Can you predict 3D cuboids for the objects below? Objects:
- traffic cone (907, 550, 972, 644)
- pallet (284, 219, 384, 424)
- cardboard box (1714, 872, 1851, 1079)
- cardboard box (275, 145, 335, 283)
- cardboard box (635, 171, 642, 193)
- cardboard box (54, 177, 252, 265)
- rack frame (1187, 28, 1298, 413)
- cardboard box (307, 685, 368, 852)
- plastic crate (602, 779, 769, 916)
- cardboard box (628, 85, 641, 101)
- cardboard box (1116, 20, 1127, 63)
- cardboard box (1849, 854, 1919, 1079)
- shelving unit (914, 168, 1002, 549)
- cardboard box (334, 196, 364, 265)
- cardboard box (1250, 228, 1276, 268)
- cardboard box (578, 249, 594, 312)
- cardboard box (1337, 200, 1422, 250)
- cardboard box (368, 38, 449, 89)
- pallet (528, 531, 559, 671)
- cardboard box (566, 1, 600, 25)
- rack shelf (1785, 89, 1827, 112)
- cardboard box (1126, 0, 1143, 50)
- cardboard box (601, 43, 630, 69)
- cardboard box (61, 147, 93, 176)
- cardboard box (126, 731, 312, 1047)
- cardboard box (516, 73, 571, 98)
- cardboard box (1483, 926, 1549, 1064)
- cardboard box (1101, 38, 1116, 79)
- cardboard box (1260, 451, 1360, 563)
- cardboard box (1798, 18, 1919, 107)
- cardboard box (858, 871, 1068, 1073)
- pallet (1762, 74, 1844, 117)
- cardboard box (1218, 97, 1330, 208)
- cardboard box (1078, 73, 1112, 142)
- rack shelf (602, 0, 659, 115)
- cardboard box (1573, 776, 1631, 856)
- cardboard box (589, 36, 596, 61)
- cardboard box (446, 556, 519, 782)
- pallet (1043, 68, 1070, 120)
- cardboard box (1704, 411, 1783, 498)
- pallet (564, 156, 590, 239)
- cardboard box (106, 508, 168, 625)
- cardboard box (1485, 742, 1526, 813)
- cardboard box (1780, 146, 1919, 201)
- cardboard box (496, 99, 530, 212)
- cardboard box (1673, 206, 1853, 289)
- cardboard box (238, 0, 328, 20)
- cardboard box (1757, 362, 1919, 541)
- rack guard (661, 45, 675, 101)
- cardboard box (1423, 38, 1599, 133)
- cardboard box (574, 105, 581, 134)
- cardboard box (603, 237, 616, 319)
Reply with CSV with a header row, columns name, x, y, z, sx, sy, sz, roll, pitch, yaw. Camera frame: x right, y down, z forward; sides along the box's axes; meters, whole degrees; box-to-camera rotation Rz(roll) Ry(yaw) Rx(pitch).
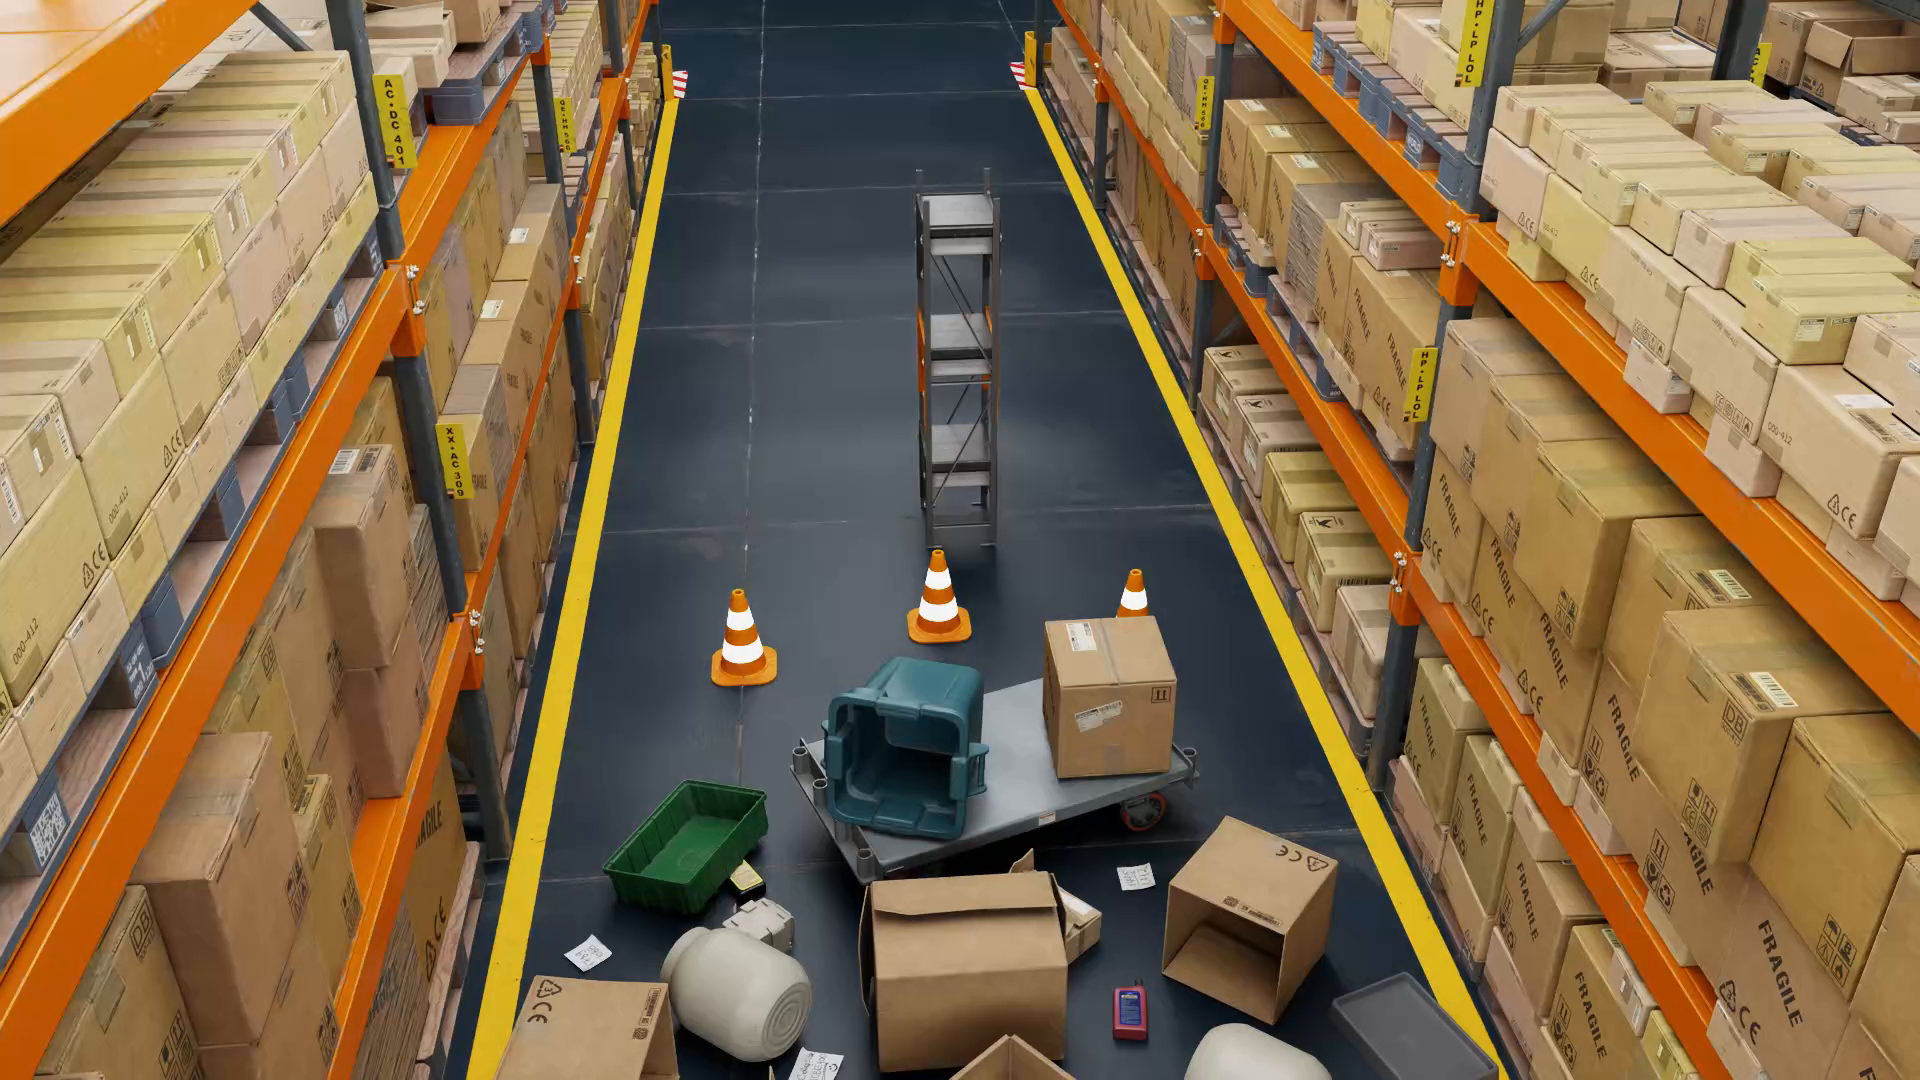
name,x,y,z,sx,sy,sz,roll,pitch,yaw
traffic cone,-0.112,0.264,8.857,0.336,0.463,0.334,-3,31,-5
pallet,-2.433,-0.701,5.161,1.003,0.211,1.213,-3,31,-5
cardboard box,2.427,1.193,4.440,0.500,0.500,0.500,-3,31,-4
cardboard box,-2.150,-0.947,4.835,0.500,0.250,0.500,-3,31,-5
cardboard box,-2.960,-3.112,14.406,0.380,0.149,0.250,-4,31,-7
cardboard box,-2.030,-0.799,4.199,0.380,0.149,0.250,-3,31,-5
rack frame,2.046,-2.201,10.510,1.000,3.000,0.127,-3,31,-5
cardboard box,-2.445,0.815,5.315,0.875,0.550,0.550,-3,31,-5
plastic crate,-1.178,1.339,7.270,0.450,0.188,0.662,4,30,26
cardboard box,-3.193,-4.151,15.565,0.380,0.149,0.250,-3,31,-4
cardboard box,1.510,-3.890,12.997,0.500,0.250,0.500,-2,31,-4
cardboard box,2.529,1.033,3.733,0.700,0.500,0.500,-3,31,-6
shelving unit,-0.015,-0.986,9.354,0.431,2.100,0.503,-3,31,-5
cardboard box,-2.123,-0.974,5.268,0.380,0.149,0.250,-2,31,-4
cardboard box,1.869,-1.669,9.455,0.380,0.149,0.250,-3,31,-4
cardboard box,-2.696,-1.705,10.976,0.500,0.250,0.500,-4,31,-7
cardboard box,2.026,-1.503,7.912,0.380,0.149,0.250,-4,31,-7
cardboard box,-2.371,-2.001,6.988,0.380,0.149,0.250,-3,31,-5
pallet,-2.763,0.313,9.021,1.003,0.211,1.213,-3,31,-5
cardboard box,-3.014,-4.086,12.922,0.380,0.149,0.250,-1,31,-2
rack shelf,6.801,-3.153,12.805,1.077,0.370,4.000,-3,31,-5
cardboard box,1.547,-3.962,12.386,0.500,0.500,0.500,-3,31,-6
cardboard box,-2.947,-4.007,13.778,0.380,0.149,0.250,-2,31,-3
cardboard box,-2.755,-1.154,4.792,0.380,0.149,0.250,-3,31,-5
cardboard box,-2.182,0.884,4.145,0.875,0.550,0.550,-3,31,-5
cardboard box,-2.820,-3.021,11.138,0.380,0.149,0.250,-1,31,-2
cardboard box,2.320,1.699,6.254,0.500,0.250,0.500,-3,31,-5
cardboard box,1.451,-3.941,13.570,0.500,0.250,0.500,-3,31,-6
cardboard box,2.231,-0.200,9.313,0.950,0.372,0.625,-2,31,-3
cardboard box,6.651,-3.490,12.157,0.797,0.503,0.637,-3,31,-6
cardboard box,0.013,1.645,6.374,0.797,0.637,0.503,-3,31,-5
pallet,6.802,-3.351,12.622,1.003,0.211,1.213,-3,31,-5
cardboard box,1.858,-2.311,9.897,0.500,0.500,0.500,-4,31,-6
cardboard box,1.637,-4.106,15.789,0.875,0.438,0.875,-4,31,-6
rack shelf,-3.433,-4.666,15.339,1.077,0.370,4.000,-3,31,-5
cardboard box,2.292,0.906,5.553,0.380,0.149,0.250,-3,31,-5
cardboard box,-2.966,-3.699,12.564,0.380,0.149,0.250,-1,31,-2
cardboard box,-2.646,0.603,7.600,1.050,0.750,0.750,-3,31,-5
pallet,1.452,-4.683,17.386,1.003,0.211,1.213,-3,31,-5
cardboard box,2.294,-0.247,4.559,0.380,0.149,0.250,-3,31,-5
pallet,-3.045,-2.188,10.676,1.213,0.211,1.003,-3,31,-5
cardboard box,-1.933,0.063,3.532,0.380,0.149,0.250,-3,31,-4
cardboard box,2.208,0.884,6.253,0.380,0.149,0.250,-2,31,-3
cardboard box,2.858,-1.137,5.271,0.380,0.149,0.250,-2,31,-3
cardboard box,-2.841,-2.154,9.360,0.700,0.500,0.500,-3,31,-5
cardboard box,2.301,-0.842,4.777,0.380,0.149,0.250,-3,31,-5
cardboard box,-2.882,-2.227,7.208,0.500,0.311,0.500,-4,31,-6
cardboard box,2.379,-0.237,4.154,0.500,0.250,0.500,-2,31,-3
rack guard,-3.613,-4.884,17.440,1.175,0.500,0.348,-3,31,-5
cardboard box,2.221,-1.853,6.740,0.500,0.250,0.500,-3,31,-6
cardboard box,-2.839,-2.899,11.515,0.380,0.149,0.250,-2,31,-4
cardboard box,-2.788,-1.911,12.053,0.500,0.500,0.500,-4,31,-6
